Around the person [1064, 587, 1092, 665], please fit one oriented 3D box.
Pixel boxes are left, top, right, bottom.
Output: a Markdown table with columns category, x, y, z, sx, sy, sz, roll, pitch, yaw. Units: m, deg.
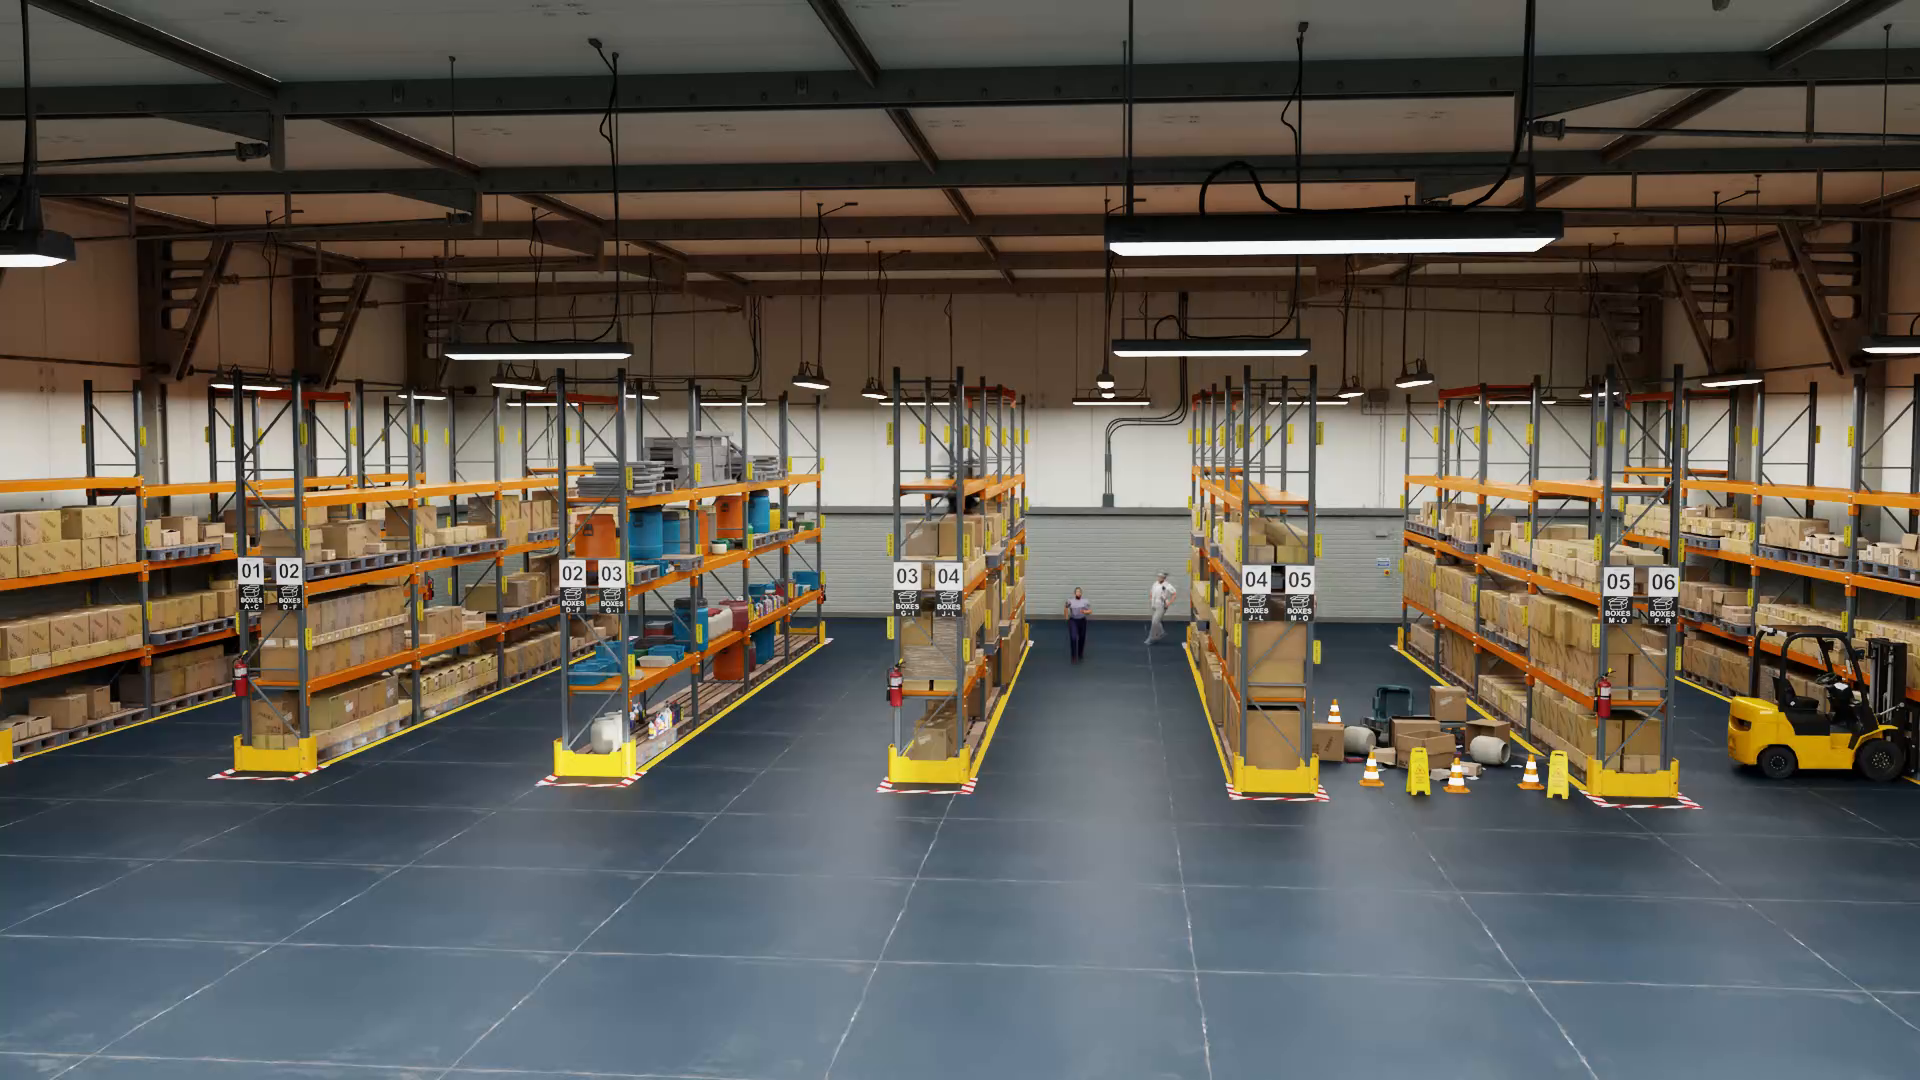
| category | x | y | z | sx | sy | sz | roll | pitch | yaw |
| --- | --- | --- | --- | --- | --- | --- | --- | --- | --- |
| person | 2.610 | 1.887 | 36.815 | 0.590 | 1.691 | 0.844 | 0 | 4 | -2 |

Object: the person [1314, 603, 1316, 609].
| category | x | y | z | sx | sy | sz | roll | pitch | yaw |
| --- | --- | --- | --- | --- | --- | --- | --- | --- | --- |
| person | 7.644 | 1.778 | 37.606 | 0.696 | 1.763 | 0.941 | 0 | 4 | -4 |

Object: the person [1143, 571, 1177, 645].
| category | x | y | z | sx | sy | sz | roll | pitch | yaw |
| --- | --- | --- | --- | --- | --- | --- | --- | --- | --- |
| person | 4.818 | 1.627 | 40.144 | 0.832 | 1.778 | 0.724 | -3 | 5 | -40 |
